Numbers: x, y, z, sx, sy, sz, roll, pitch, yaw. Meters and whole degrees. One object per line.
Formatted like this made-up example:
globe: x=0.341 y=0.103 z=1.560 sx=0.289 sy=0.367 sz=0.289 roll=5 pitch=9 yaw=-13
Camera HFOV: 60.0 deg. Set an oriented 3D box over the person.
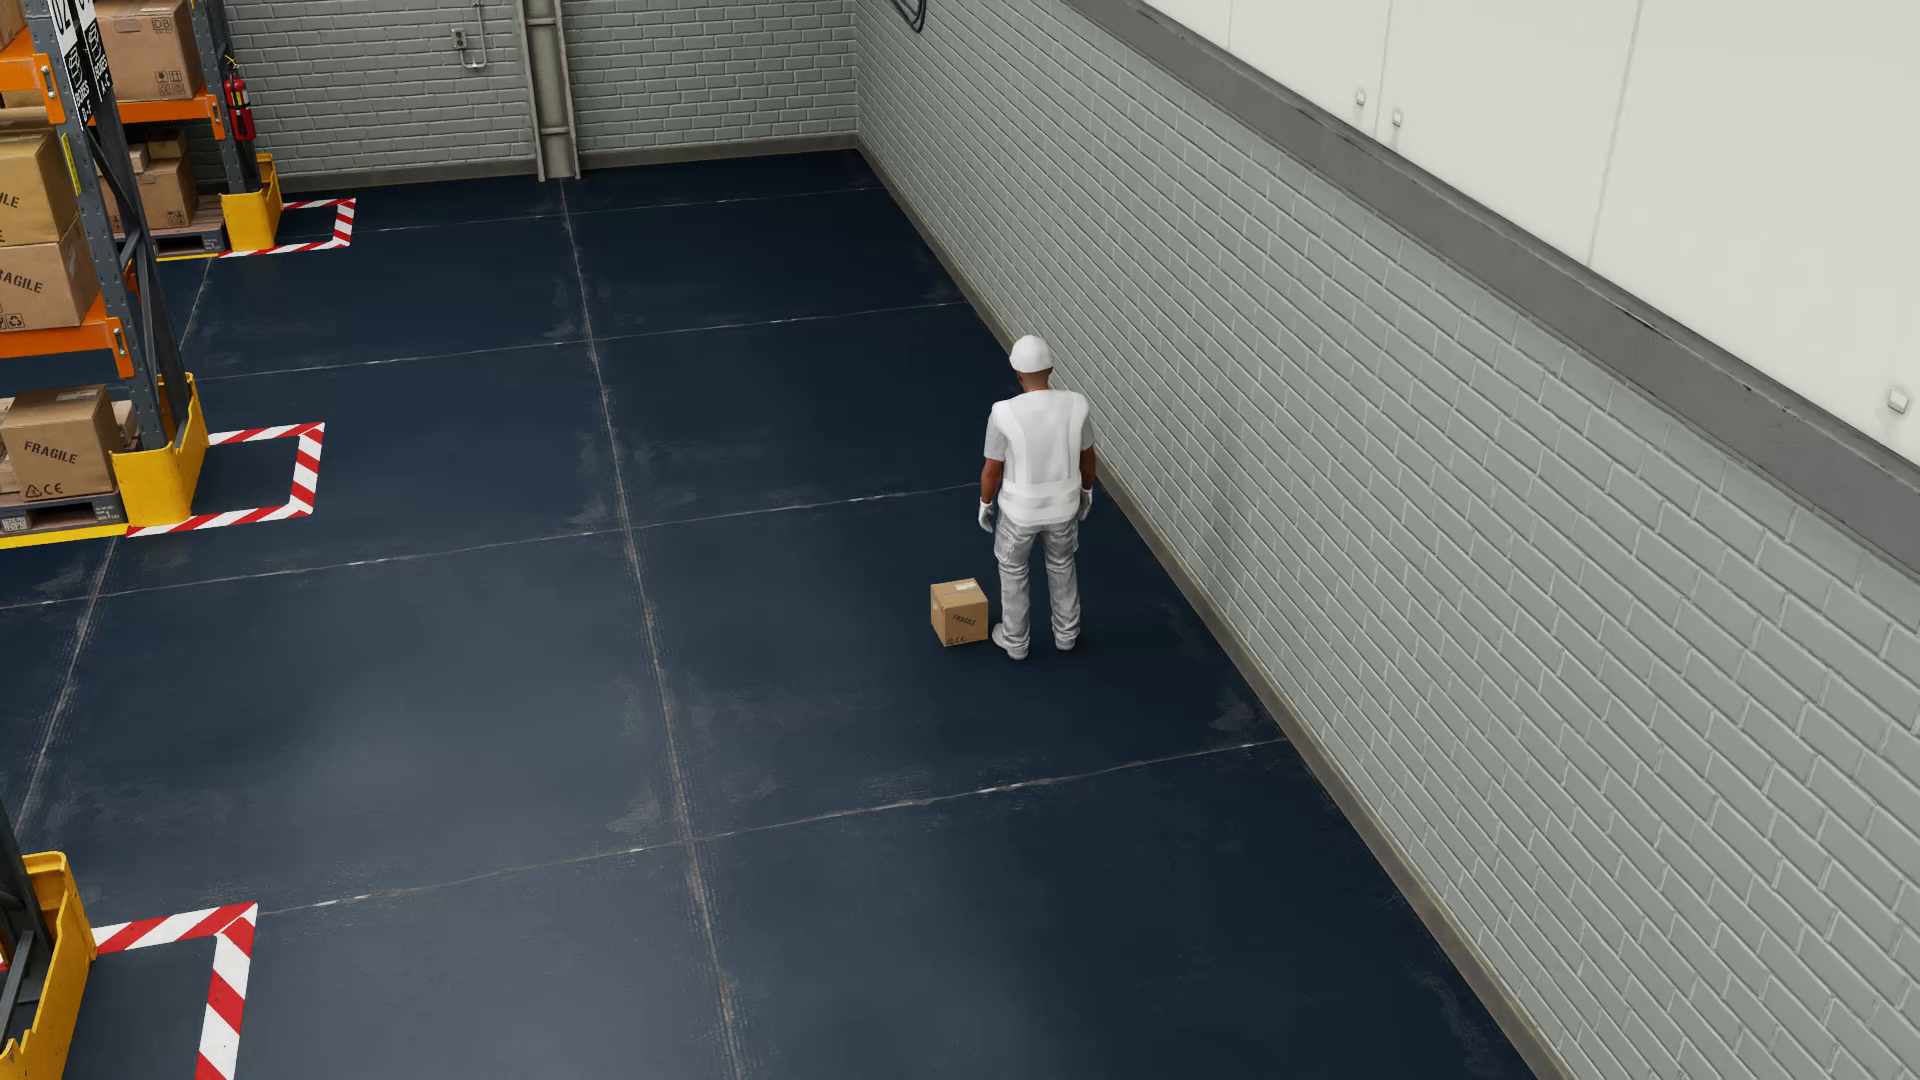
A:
person: x=0.397 y=-0.202 z=8.581 sx=0.617 sy=1.774 sz=0.450 roll=-8 pitch=31 yaw=-13
